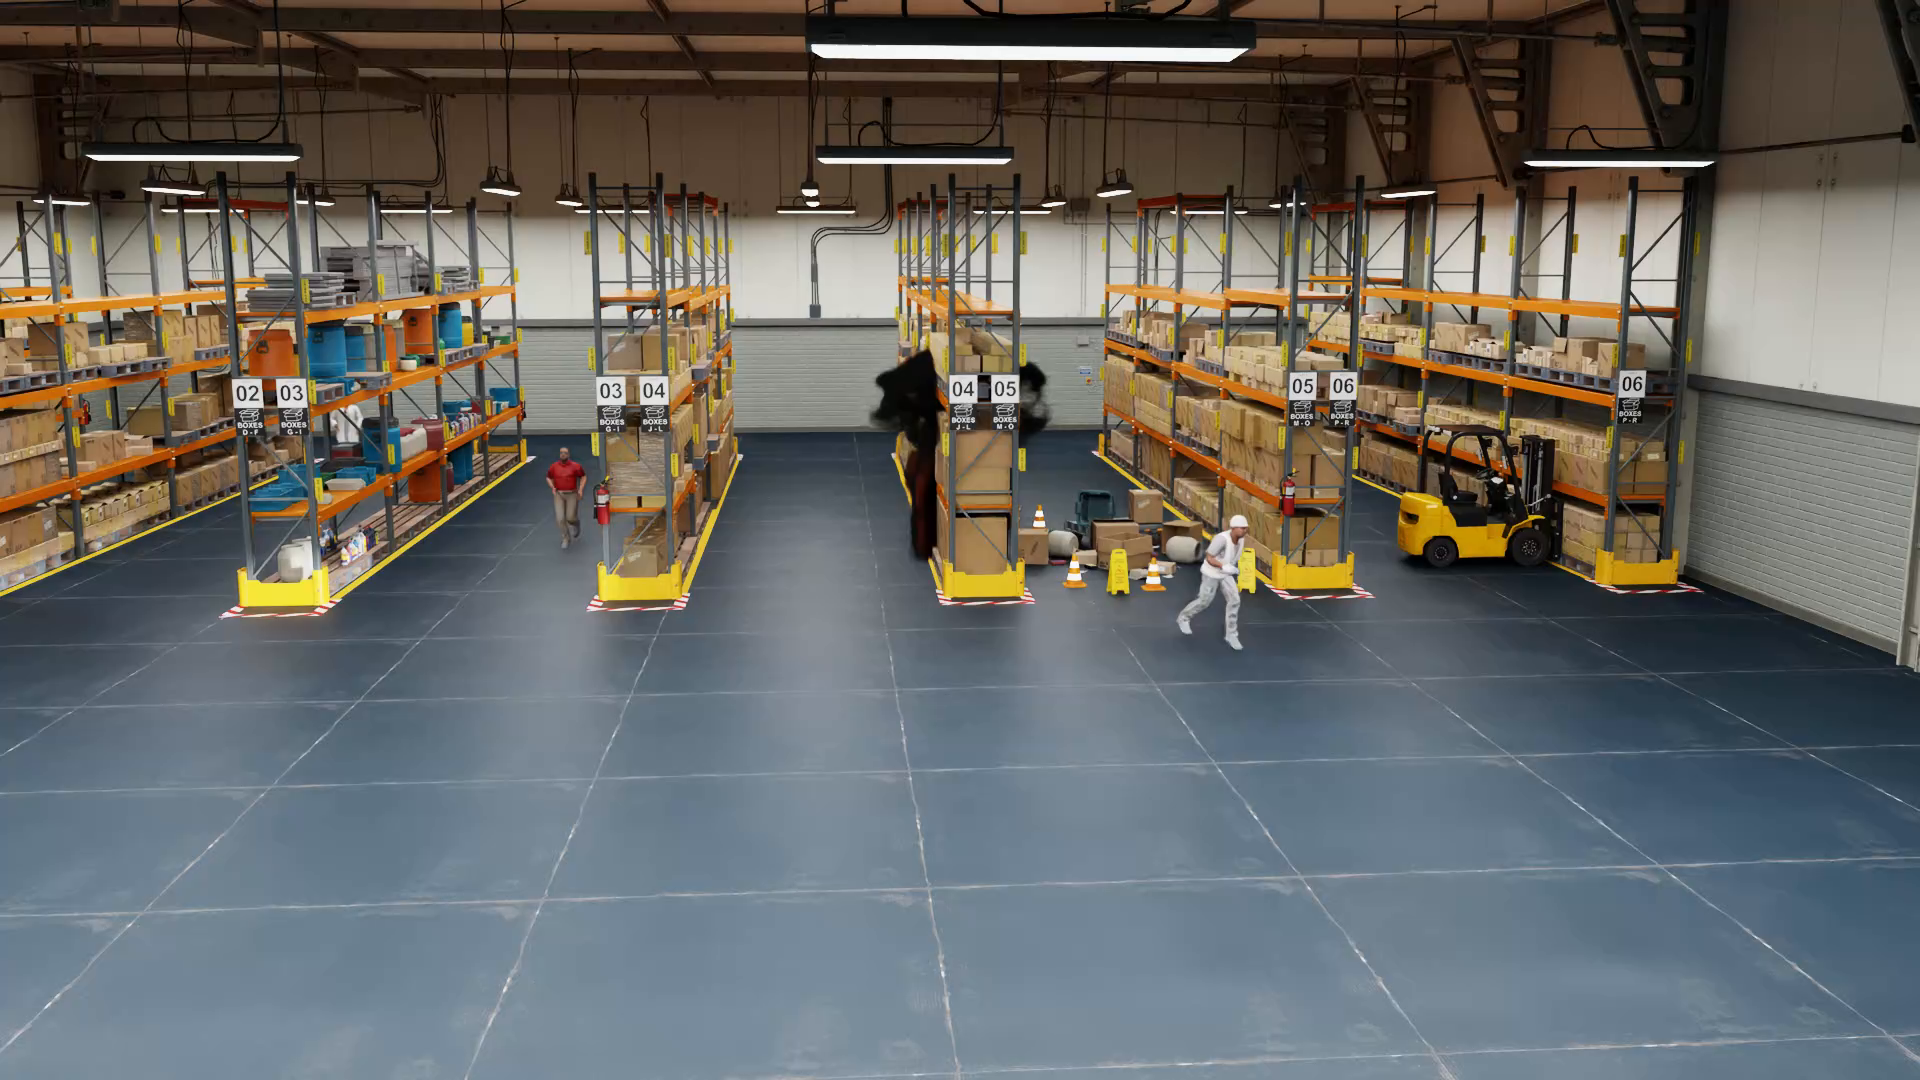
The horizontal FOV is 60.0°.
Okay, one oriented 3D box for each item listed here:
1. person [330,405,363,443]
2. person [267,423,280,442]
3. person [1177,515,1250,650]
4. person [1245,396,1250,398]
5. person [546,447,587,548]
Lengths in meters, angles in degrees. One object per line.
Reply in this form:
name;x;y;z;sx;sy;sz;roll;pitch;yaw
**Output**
person;-13.699;-2.370;37.142;0.698;1.745;0.678;-3;10;-16
person;-16.399;-2.862;40.109;0.875;1.702;0.626;2;10;11
person;3.224;0.494;21.156;1.054;1.730;0.726;9;13;41
person;6.568;-2.538;38.005;0.653;1.809;0.875;-3;11;-19
person;-6.642;-0.725;28.034;0.665;1.688;0.559;0;10;-2
